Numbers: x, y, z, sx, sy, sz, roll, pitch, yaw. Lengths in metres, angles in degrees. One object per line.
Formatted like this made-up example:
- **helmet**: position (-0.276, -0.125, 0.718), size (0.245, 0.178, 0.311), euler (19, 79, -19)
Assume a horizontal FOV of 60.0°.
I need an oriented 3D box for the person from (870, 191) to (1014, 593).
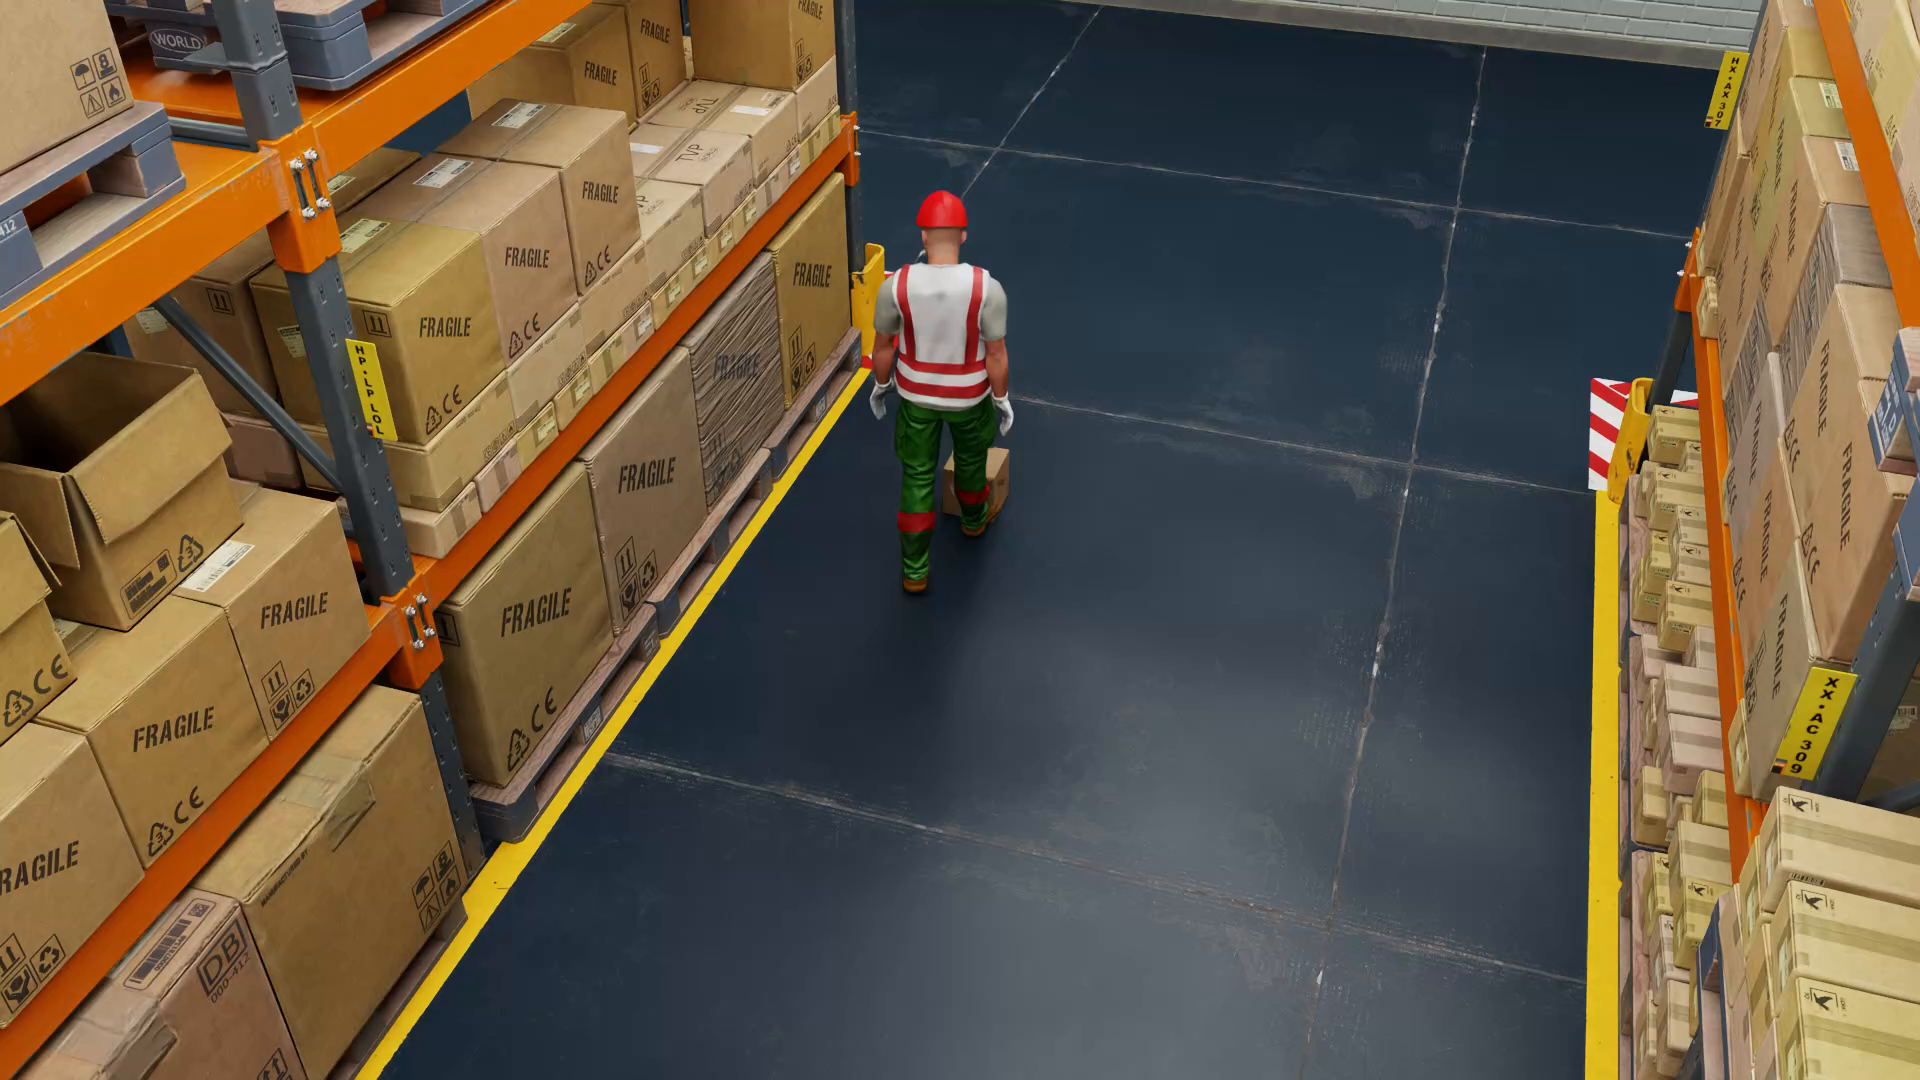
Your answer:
- **person**: position (-4.851, 1.852, 3.642), size (9.046, 1.764, 10.338), euler (4, 37, 6)
